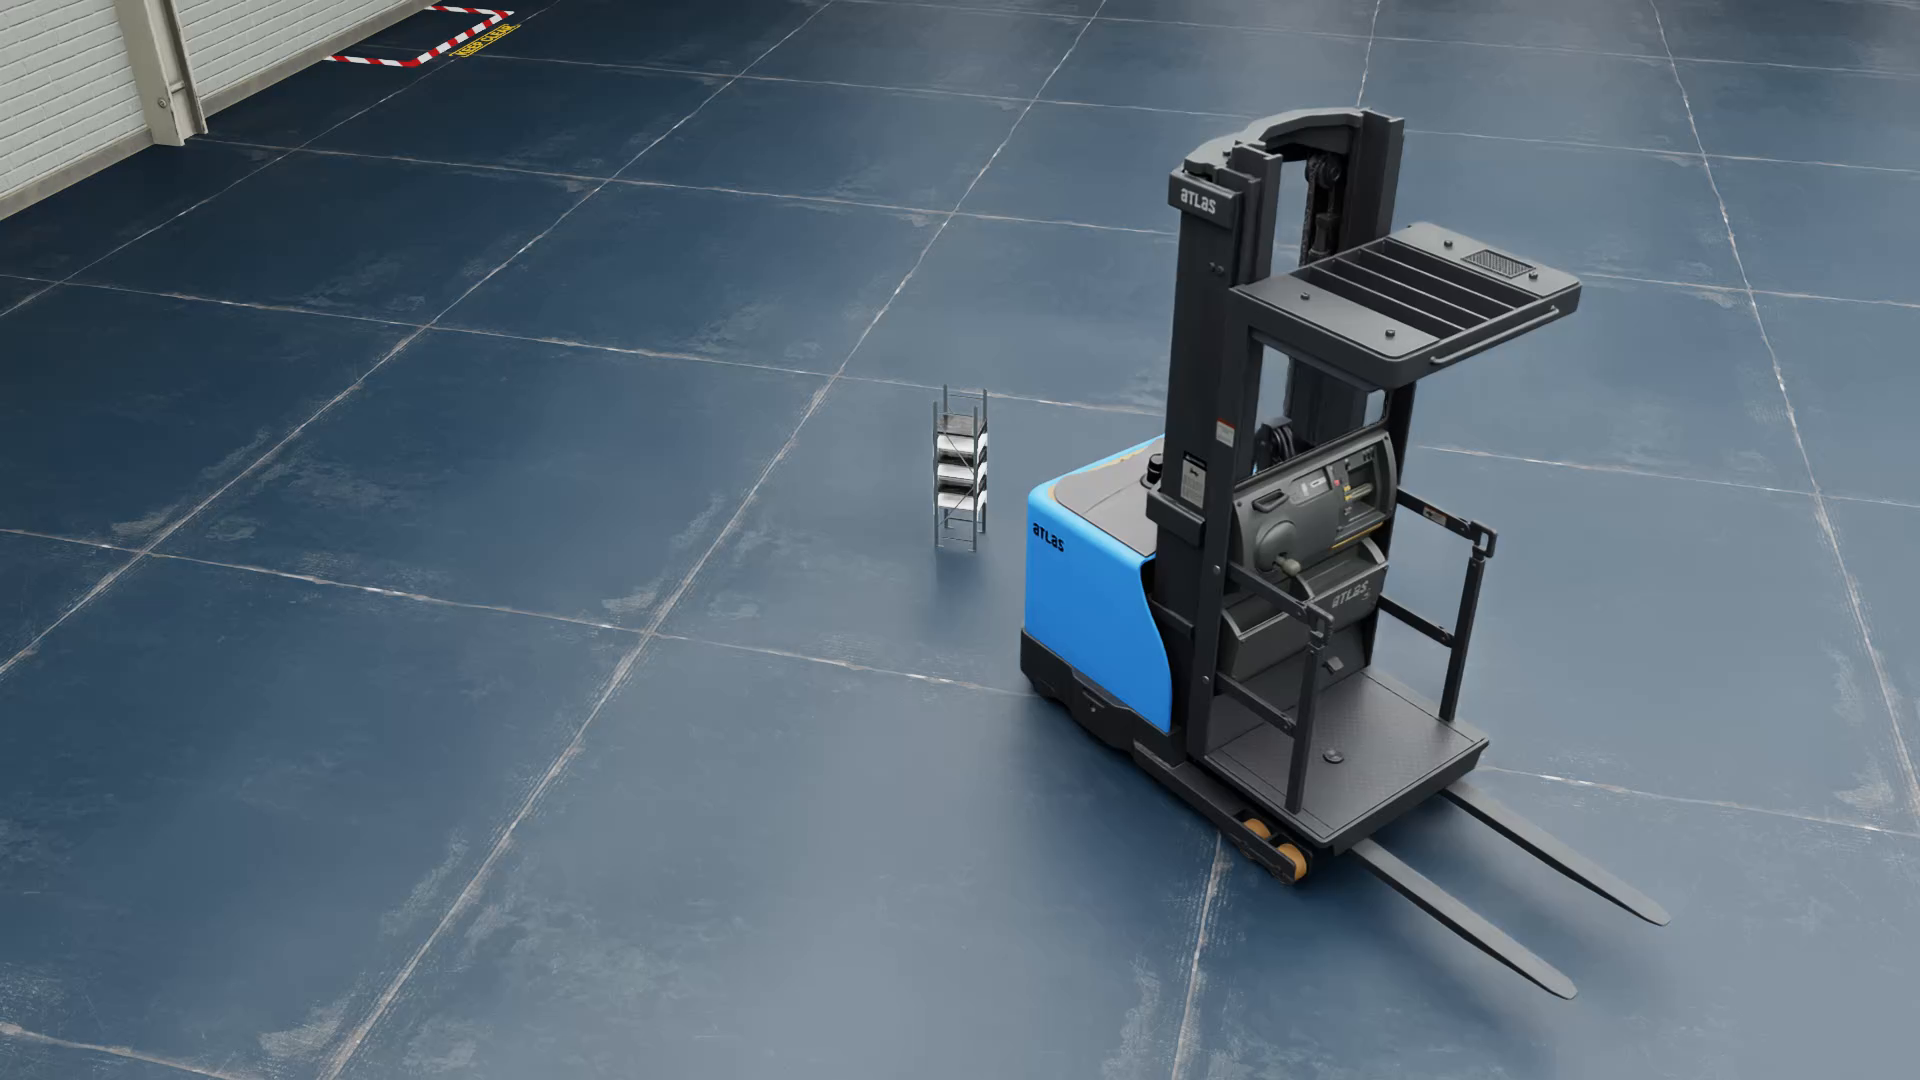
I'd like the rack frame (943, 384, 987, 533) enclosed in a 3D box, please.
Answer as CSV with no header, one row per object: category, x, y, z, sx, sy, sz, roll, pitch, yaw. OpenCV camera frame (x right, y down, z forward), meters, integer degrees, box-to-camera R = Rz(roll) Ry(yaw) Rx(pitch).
rack frame,0.028,-0.437,9.098,0.240,0.900,0.006,8,33,12

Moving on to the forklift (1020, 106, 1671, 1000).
forklift,1.593,-0.097,6.671,1.130,2.935,3.031,-23,39,-31

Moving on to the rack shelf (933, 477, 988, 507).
rack shelf,0.002,-0.280,9.081,0.258,0.077,0.200,8,33,12

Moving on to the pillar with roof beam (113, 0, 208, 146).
pillar with roof beam,-2.841,-6.825,11.599,9.100,9.000,0.400,8,33,12

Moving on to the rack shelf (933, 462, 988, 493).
rack shelf,0.002,-0.356,9.033,0.258,0.077,0.200,8,33,12

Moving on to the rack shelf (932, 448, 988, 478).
rack shelf,0.002,-0.432,8.985,0.258,0.077,0.200,8,33,12

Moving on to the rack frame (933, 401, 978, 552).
rack frame,-0.024,-0.331,8.932,0.240,0.900,0.006,8,33,12

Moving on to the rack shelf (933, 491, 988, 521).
rack shelf,0.002,-0.204,9.130,0.258,0.077,0.200,8,33,12

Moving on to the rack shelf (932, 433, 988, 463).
rack shelf,0.002,-0.508,8.937,0.258,0.077,0.200,8,33,12

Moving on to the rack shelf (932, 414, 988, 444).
rack shelf,0.002,-0.584,8.888,0.258,0.077,0.200,8,33,12

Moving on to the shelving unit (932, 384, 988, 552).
shelving unit,0.002,-0.384,9.015,0.258,0.900,0.210,8,33,12
